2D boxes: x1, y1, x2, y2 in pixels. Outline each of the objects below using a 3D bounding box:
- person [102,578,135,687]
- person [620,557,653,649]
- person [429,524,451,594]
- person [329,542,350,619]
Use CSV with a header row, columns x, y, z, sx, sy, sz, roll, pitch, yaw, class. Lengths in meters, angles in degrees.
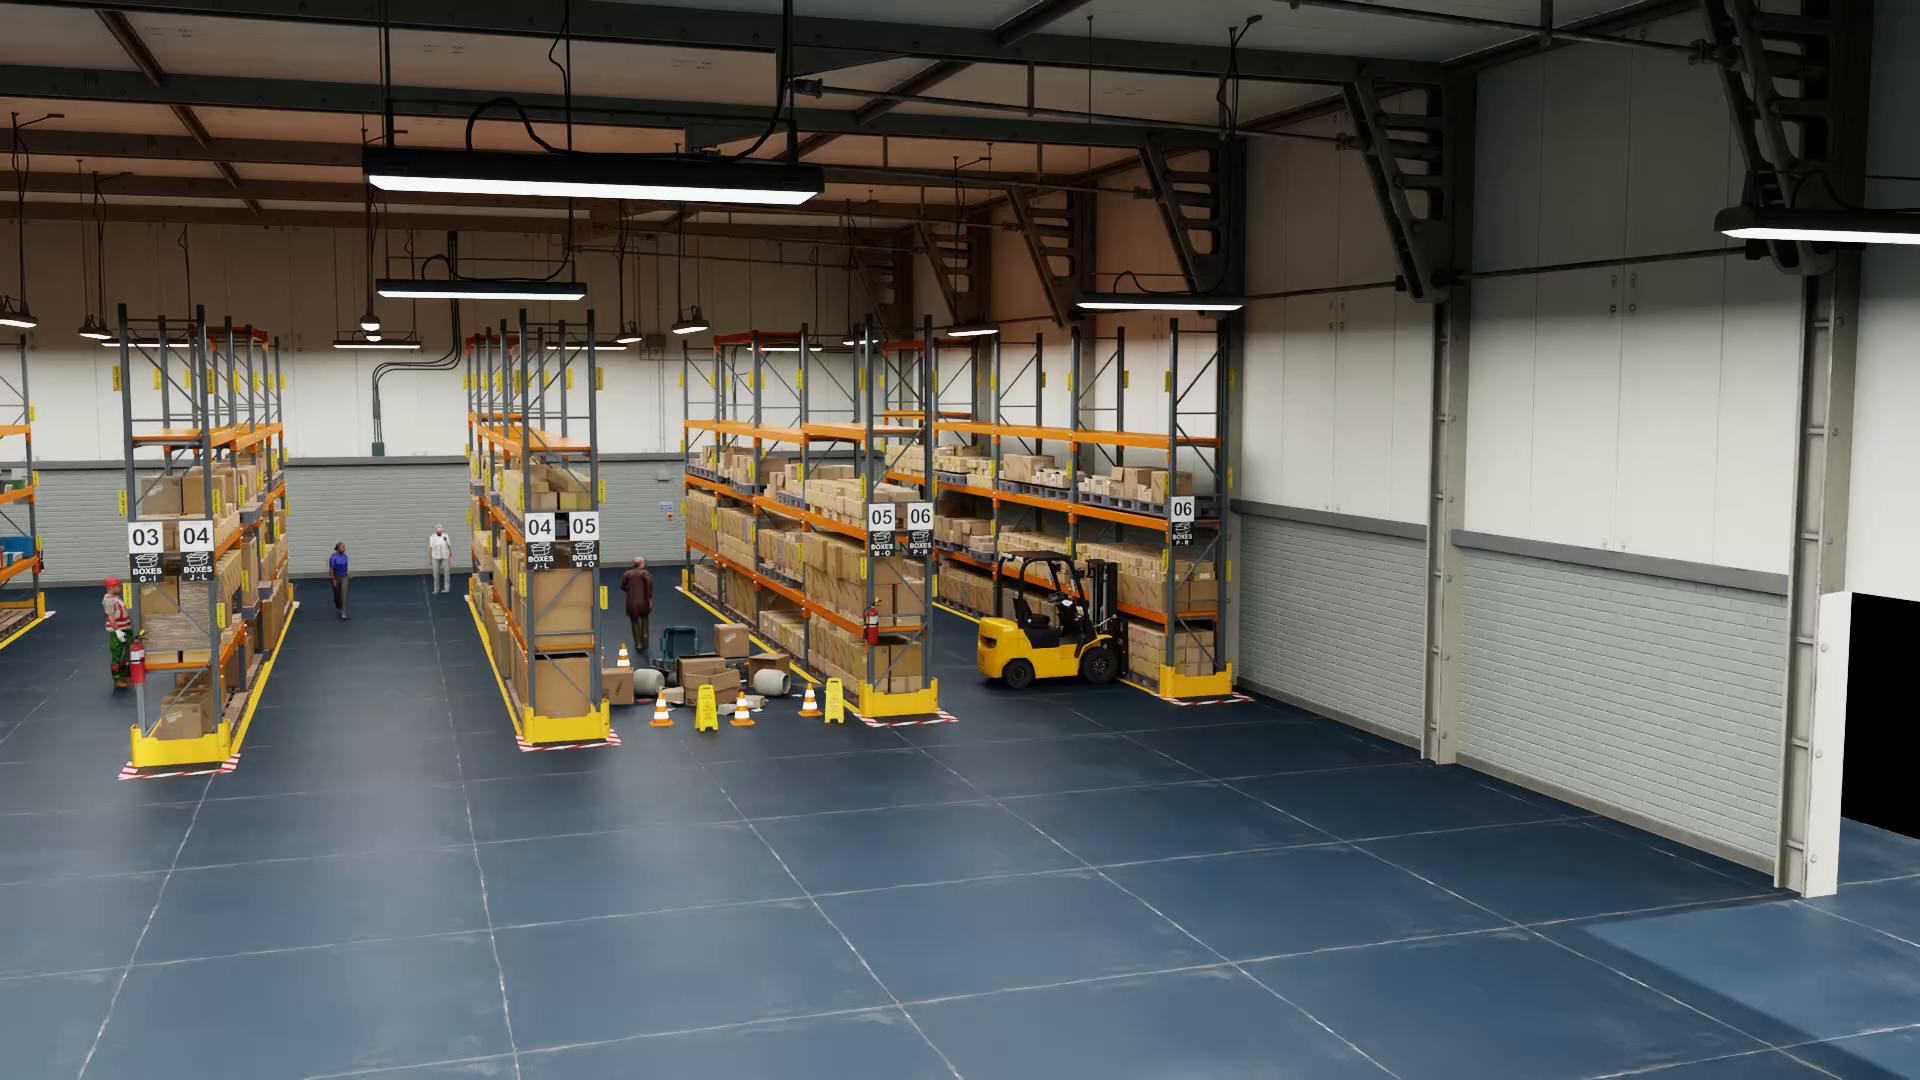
x,y,z,sx,sy,sz,roll,pitch,yaw,class
-13.855,1.525,27.441,0.525,1.830,0.642,1,5,8,person
-6.079,1.238,31.271,0.582,1.652,0.790,-1,6,-15,person
-12.345,0.446,39.480,0.520,1.679,0.467,-2,6,-22,person
-13.194,0.842,35.394,0.392,1.614,0.928,-1,6,-13,person
